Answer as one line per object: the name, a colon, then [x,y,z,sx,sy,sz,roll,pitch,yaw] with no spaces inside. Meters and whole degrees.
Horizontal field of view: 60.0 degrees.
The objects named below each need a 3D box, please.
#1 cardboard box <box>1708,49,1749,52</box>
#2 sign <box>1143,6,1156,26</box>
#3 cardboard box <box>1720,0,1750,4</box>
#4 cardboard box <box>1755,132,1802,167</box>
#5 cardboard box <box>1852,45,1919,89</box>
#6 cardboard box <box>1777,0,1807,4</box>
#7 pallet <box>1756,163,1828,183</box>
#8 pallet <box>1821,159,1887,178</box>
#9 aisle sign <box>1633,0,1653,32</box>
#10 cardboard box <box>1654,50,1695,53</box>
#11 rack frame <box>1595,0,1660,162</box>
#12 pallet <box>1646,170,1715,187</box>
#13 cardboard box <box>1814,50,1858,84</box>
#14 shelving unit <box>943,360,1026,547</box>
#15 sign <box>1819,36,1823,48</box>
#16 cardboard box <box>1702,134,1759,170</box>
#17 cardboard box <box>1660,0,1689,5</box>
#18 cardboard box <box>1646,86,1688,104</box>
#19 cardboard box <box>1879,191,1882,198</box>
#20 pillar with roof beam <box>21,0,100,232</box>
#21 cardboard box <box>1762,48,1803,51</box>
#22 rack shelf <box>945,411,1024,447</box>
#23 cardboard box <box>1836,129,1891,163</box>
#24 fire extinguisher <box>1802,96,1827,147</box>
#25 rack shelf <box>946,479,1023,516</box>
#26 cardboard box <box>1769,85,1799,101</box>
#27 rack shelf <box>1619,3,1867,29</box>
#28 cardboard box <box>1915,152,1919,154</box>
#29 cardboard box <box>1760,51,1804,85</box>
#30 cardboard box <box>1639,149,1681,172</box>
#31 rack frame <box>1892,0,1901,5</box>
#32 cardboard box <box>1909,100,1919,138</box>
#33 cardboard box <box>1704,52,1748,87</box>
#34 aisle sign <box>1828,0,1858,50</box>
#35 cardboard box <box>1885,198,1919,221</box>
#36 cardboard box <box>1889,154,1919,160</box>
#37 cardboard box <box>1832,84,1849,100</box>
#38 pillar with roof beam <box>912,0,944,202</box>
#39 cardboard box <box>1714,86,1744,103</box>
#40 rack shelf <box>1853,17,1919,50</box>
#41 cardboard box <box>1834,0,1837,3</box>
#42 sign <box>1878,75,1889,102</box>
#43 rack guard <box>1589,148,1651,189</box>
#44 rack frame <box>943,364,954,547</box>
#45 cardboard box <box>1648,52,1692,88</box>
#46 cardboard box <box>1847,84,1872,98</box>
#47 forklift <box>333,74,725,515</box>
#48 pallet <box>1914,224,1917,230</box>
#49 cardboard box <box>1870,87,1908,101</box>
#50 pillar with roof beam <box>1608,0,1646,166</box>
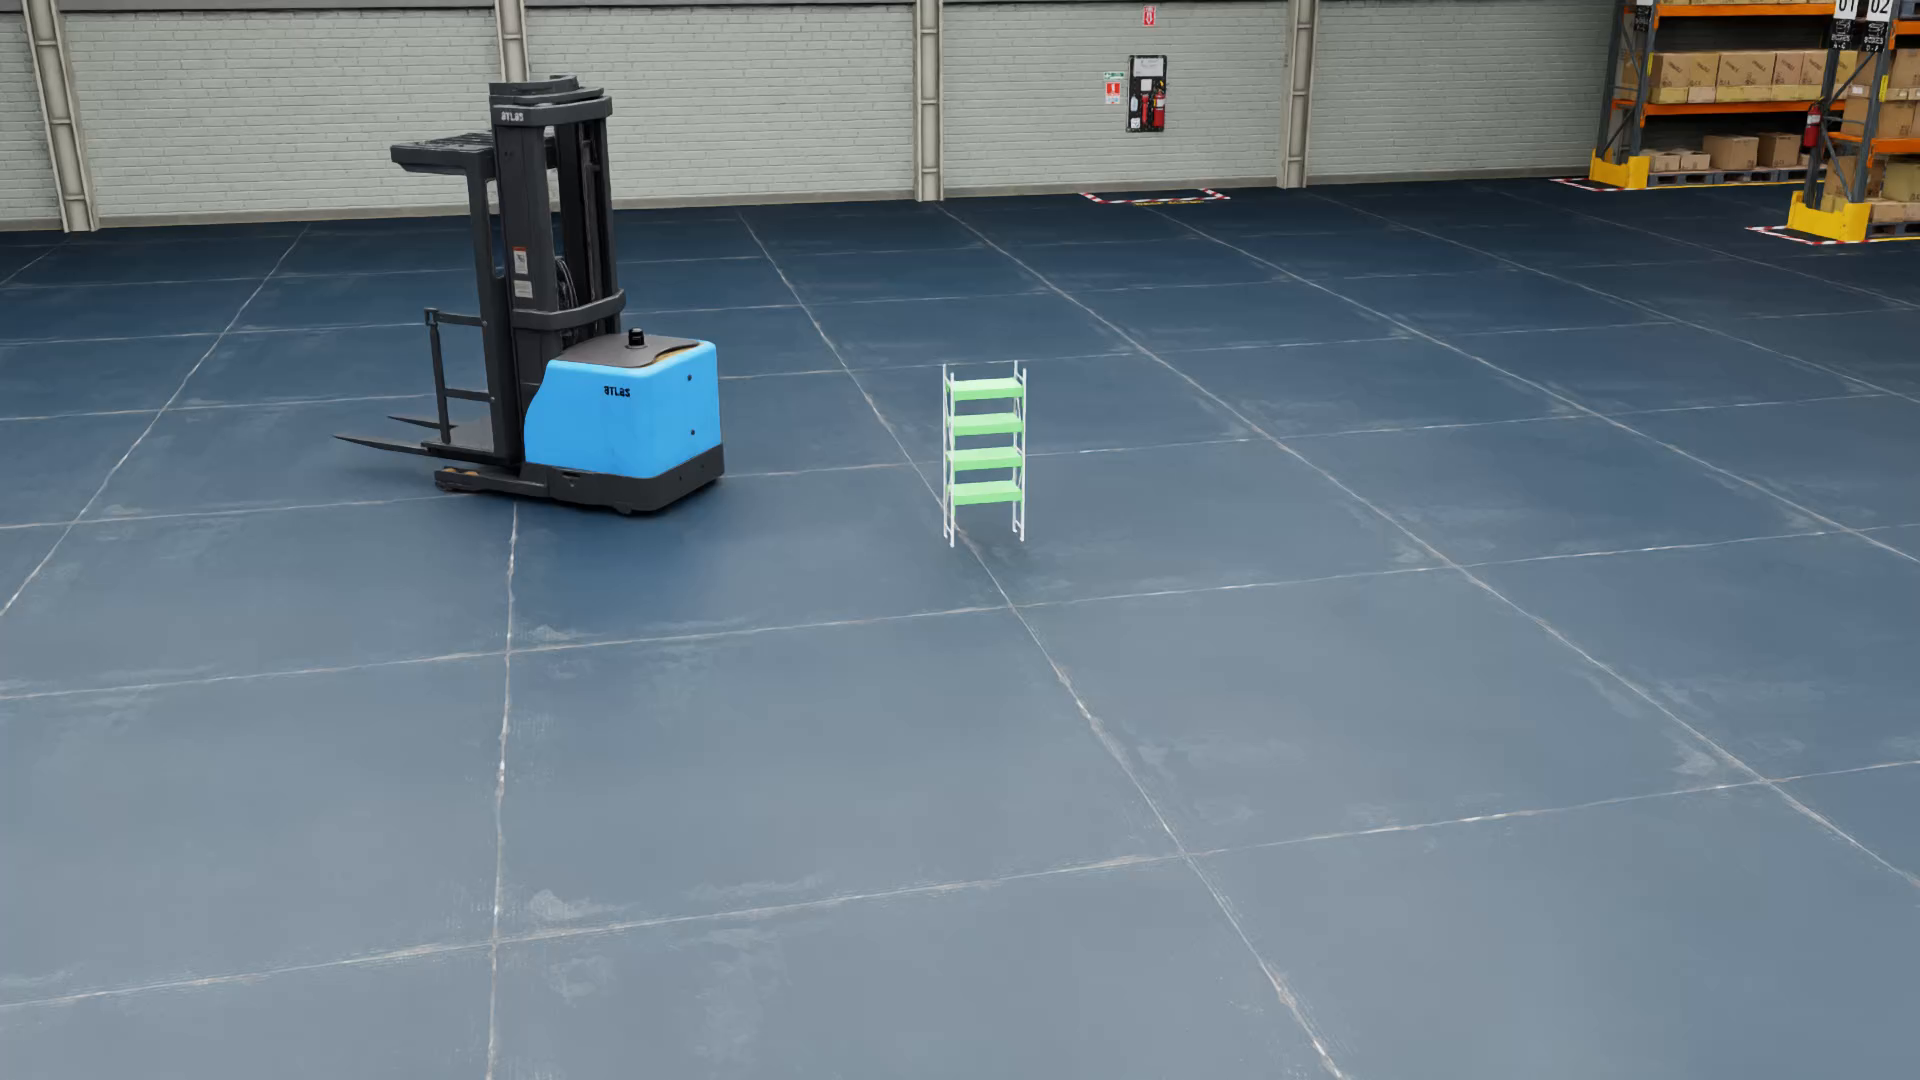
cardboard box: [12.609,-7.778,27.285,0.500,0.500,0.500,-4,21,-12]
sign: [2.914,-8.068,25.608,0.199,0.298,0.001,-5,21,-12]
cardboard box: [12.133,-8.740,26.277,0.500,0.500,0.500,-4,20,-10]
cardboard box: [13.607,-6.513,27.729,0.500,0.500,0.500,-6,21,-17]
cardboard box: [12.367,-6.294,22.105,0.500,0.500,0.700,-5,21,-12]
cardboard box: [13.147,-8.826,26.512,0.500,0.500,0.500,-5,21,-15]
pallet: [13.962,-6.202,27.937,1.213,0.211,1.003,-5,21,-12]
pallet: [15.365,-6.329,28.284,1.213,0.211,1.003,-5,21,-12]
aisle sign: [10.714,-8.374,26.034,0.004,0.787,0.394,-5,21,-12]
cardboard box: [11.617,-7.695,27.060,0.500,0.500,0.500,-4,21,-12]
rack frame: [10.715,-7.259,26.771,0.127,3.000,1.000,-5,21,-12]
pallet: [11.588,-6.008,27.410,1.213,0.211,1.003,-5,21,-12]
cardboard box: [14.219,-7.726,27.144,0.500,0.500,0.500,-5,21,-13]
shelving unit: [0.161,-0.576,11.144,0.503,1.200,0.258,-5,21,-12]
sign: [14.476,-8.305,27.942,0.005,0.325,0.100,-5,21,-12]
cardboard box: [12.689,-6.403,27.428,0.500,0.500,0.700,-6,21,-16]
cardboard box: [11.098,-8.667,26.078,0.500,0.500,0.500,-4,21,-11]
cardboard box: [11.263,-7.131,26.609,0.500,0.250,0.500,-5,21,-14]
cardboard box: [12.796,-4.693,23.151,0.500,0.250,0.500,-5,21,-12]
pillar with roof beam: [-11.168,-7.081,17.561,0.400,9.000,9.100,-5,21,-12]
cardboard box: [13.598,-7.860,27.510,0.500,0.500,0.500,-5,21,-13]
rack shelf: [0.161,-0.742,11.083,0.480,0.148,0.258,-5,21,-12]
cardboard box: [15.320,-6.673,28.164,0.500,0.500,0.700,-4,20,-11]
fire extinguisher: [11.637,-5.711,22.657,0.183,0.674,0.296,-5,21,-12]
rack shelf: [0.161,-0.291,11.249,0.480,0.148,0.258,-5,21,-12]
cardboard box: [13.244,-7.294,27.055,0.500,0.250,0.500,-5,21,-13]
rack shelf: [12.661,-8.488,26.811,4.000,0.370,1.077,-5,21,-12]
cardboard box: [16.317,-6.757,28.395,0.500,0.500,0.700,-4,21,-12]
cardboard box: [13.242,-7.648,26.932,0.500,0.500,0.500,-5,21,-14]
cardboard box: [11.409,-6.228,27.225,0.500,0.311,0.500,-7,21,-19]
rack frame: [11.858,-8.418,21.213,0.127,3.000,1.000,-5,21,-12]
cardboard box: [12.826,-5.724,22.435,0.500,0.500,0.700,-4,21,-11]
cardboard box: [12.236,-7.562,26.696,0.500,0.500,0.500,-5,21,-14]
aisle sign: [11.727,-6.915,22.052,0.004,0.787,0.394,-5,21,-12]
cardboard box: [12.917,-4.516,22.670,0.500,0.250,0.500,-5,21,-12]
cardboard box: [13.282,-5.086,23.134,0.500,0.500,0.500,-5,21,-12]
cardboard box: [14.216,-7.376,27.278,0.500,0.250,0.500,-5,21,-12]
pillar with roof beam: [0.510,-8.030,20.154,0.400,9.000,9.100,-5,21,-12]
cardboard box: [12.262,-7.215,26.838,0.500,0.250,0.500,-5,21,-13]
rack shelf: [13.805,-6.830,22.285,4.000,0.370,1.077,-5,21,-12]
cardboard box: [14.171,-8.918,26.763,0.500,0.500,0.500,-4,21,-11]
sign: [11.980,-5.859,21.574,0.005,0.325,0.100,-5,21,-12]
rack guard: [10.789,-6.092,27.217,0.348,0.500,1.175,-5,21,-12]
rack frame: [-0.076,-0.557,11.091,0.015,1.200,0.240,-5,21,-12]
cardboard box: [11.249,-7.488,26.493,0.500,0.500,0.500,-5,21,-12]
cardboard box: [12.186,-6.047,22.373,0.250,0.149,0.380,-5,21,-13]
forklift: [-3.332,-1.872,12.164,3.031,2.935,1.130,8,22,22]
pallet: [13.778,-4.462,23.189,1.213,0.211,1.003,-5,21,-12]
cardboard box: [12.290,-5.912,22.004,0.250,0.149,0.380,-5,21,-13]
pillar with roof beam: [12.188,-8.980,22.747,0.400,9.000,9.100,-5,21,-12]
